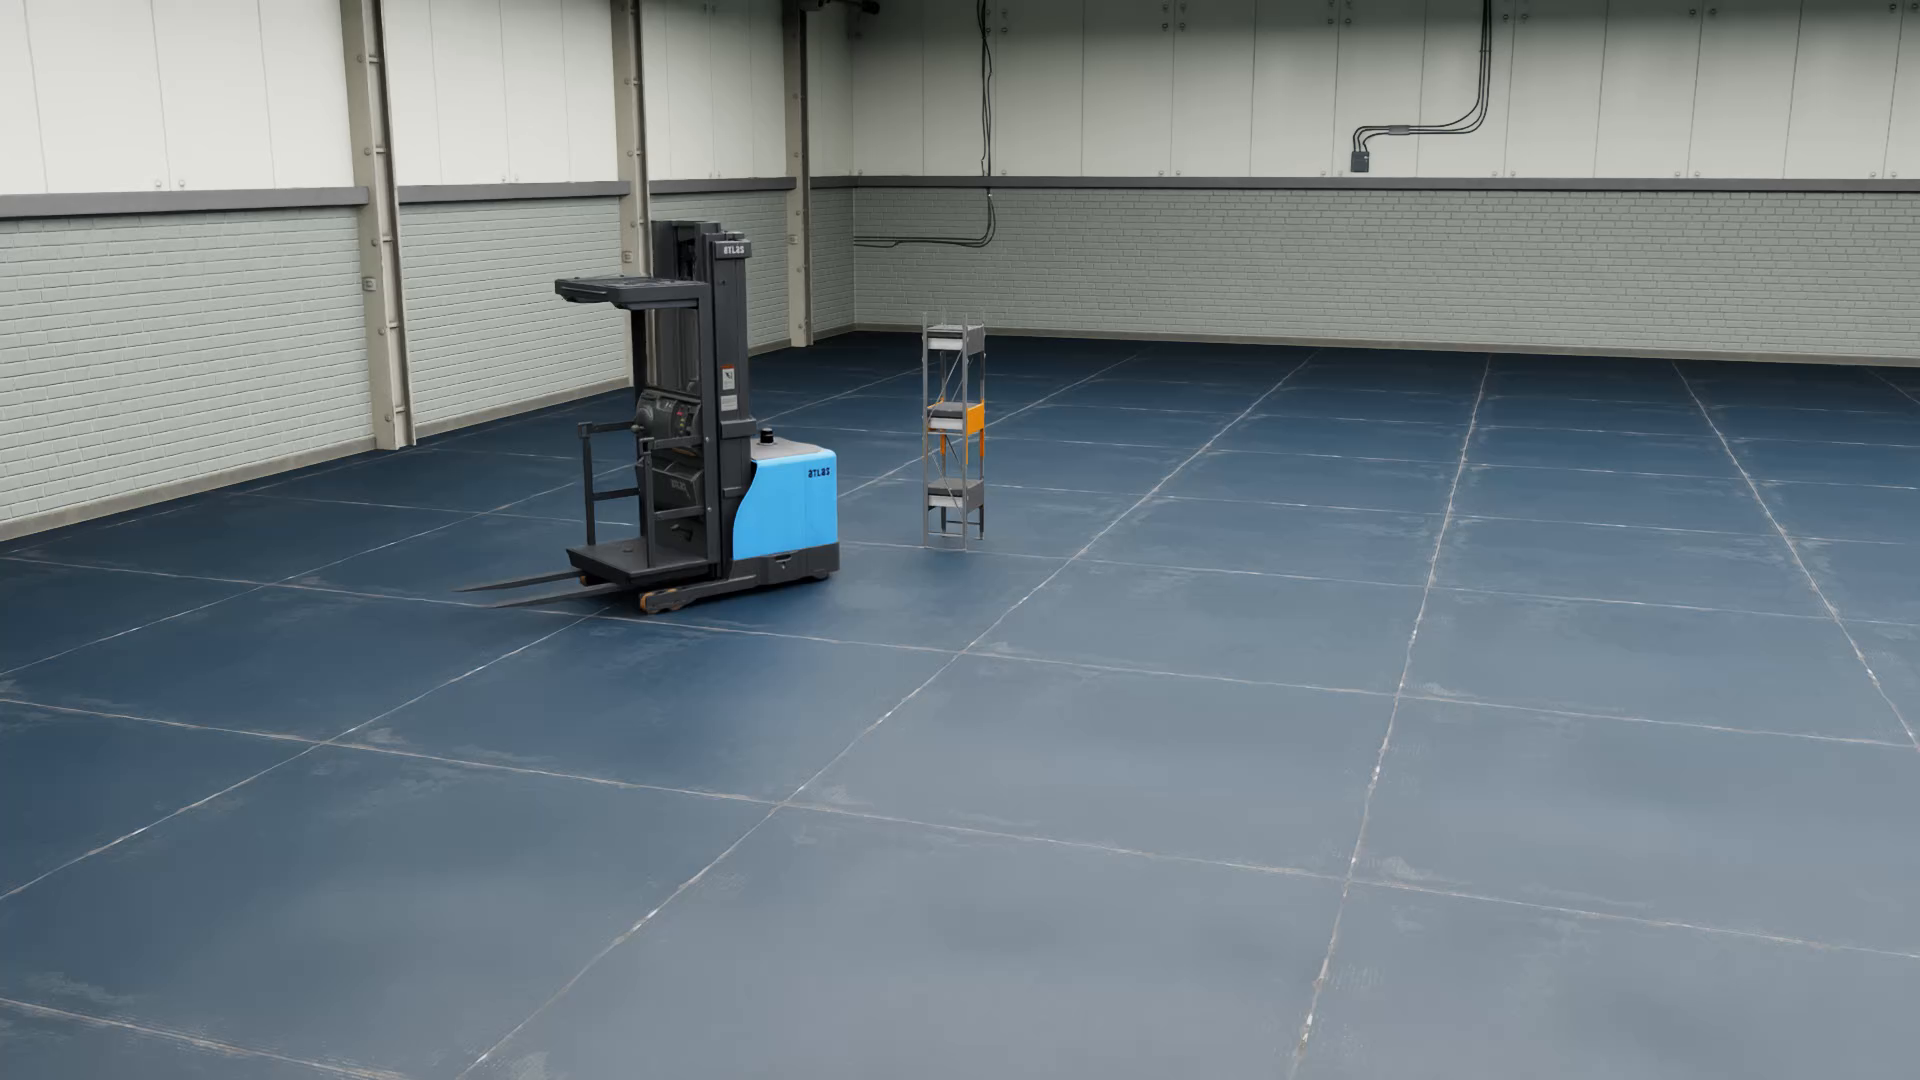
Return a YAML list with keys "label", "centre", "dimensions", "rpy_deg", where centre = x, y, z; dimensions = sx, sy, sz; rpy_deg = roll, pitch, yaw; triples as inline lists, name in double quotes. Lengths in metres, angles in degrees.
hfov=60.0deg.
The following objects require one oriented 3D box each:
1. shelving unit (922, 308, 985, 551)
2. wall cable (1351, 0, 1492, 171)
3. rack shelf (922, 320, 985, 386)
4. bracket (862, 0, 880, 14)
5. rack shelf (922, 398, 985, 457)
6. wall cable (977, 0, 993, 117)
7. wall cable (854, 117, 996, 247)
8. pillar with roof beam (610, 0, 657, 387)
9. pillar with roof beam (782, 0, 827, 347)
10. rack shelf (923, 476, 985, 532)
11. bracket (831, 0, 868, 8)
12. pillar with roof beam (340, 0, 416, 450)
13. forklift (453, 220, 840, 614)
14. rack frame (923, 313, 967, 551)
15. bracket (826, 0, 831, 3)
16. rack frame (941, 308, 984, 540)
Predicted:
- label: "shelving unit"
  centre: [-0.054, -0.989, 14.864]
  dimensions: [0.431, 2.100, 0.503]
  rpy_deg: [4, 14, 18]
- label: "wall cable"
  centre: [8.200, -9.546, 29.207]
  dimensions: [2.305, 6.003, 0.169]
  rpy_deg: [4, 14, 18]
- label: "rack shelf"
  centre: [-0.054, -1.658, 14.711]
  dimensions: [0.431, 0.518, 0.480]
  rpy_deg: [4, 14, 18]
- label: "bracket"
  centre: [-1.745, -10.365, 32.351]
  dimensions: [0.235, 0.232, 0.430]
  rpy_deg: [4, 14, 18]
- label: "rack shelf"
  centre: [-0.054, -0.976, 14.867]
  dimensions: [0.431, 0.518, 0.480]
  rpy_deg: [4, 14, 18]
- label: "wall cable"
  centre: [1.782, -9.328, 31.525]
  dimensions: [3.097, 2.526, 0.112]
  rpy_deg: [4, 14, 18]
- label: "wall cable"
  centre: [-0.777, -7.061, 32.941]
  dimensions: [3.097, 2.526, 0.112]
  rpy_deg: [4, 14, 18]
- label: "pillar with roof beam"
  centre: [-0.850, -6.476, 23.402]
  dimensions: [9.100, 9.000, 0.400]
  rpy_deg: [4, 14, 18]
- label: "pillar with roof beam"
  centre: [1.092, -7.740, 28.937]
  dimensions: [9.100, 9.000, 0.548]
  rpy_deg: [4, 14, 18]
- label: "rack shelf"
  centre: [-0.054, -0.293, 15.022]
  dimensions: [0.431, 0.518, 0.480]
  rpy_deg: [4, 14, 18]
- label: "bracket"
  centre: [-1.936, -10.241, 31.806]
  dimensions: [0.076, 0.066, 3.189]
  rpy_deg: [4, 14, 18]
- label: "pillar with roof beam"
  centre: [-2.791, -5.213, 17.867]
  dimensions: [9.100, 9.000, 0.400]
  rpy_deg: [4, 14, 18]
- label: "forklift"
  centre: [-2.464, -0.990, 13.002]
  dimensions: [3.031, 2.935, 1.130]
  rpy_deg: [-10, 16, -38]
- label: "rack frame"
  centre: [-0.133, -0.937, 14.639]
  dimensions: [0.400, 2.100, 0.015]
  rpy_deg: [4, 14, 18]
- label: "bracket"
  centre: [-2.512, -9.866, 30.165]
  dimensions: [0.235, 0.232, 0.430]
  rpy_deg: [4, 14, 18]
- label: "rack frame"
  centre: [0.025, -1.040, 15.089]
  dimensions: [0.400, 2.100, 0.015]
  rpy_deg: [4, 14, 18]
